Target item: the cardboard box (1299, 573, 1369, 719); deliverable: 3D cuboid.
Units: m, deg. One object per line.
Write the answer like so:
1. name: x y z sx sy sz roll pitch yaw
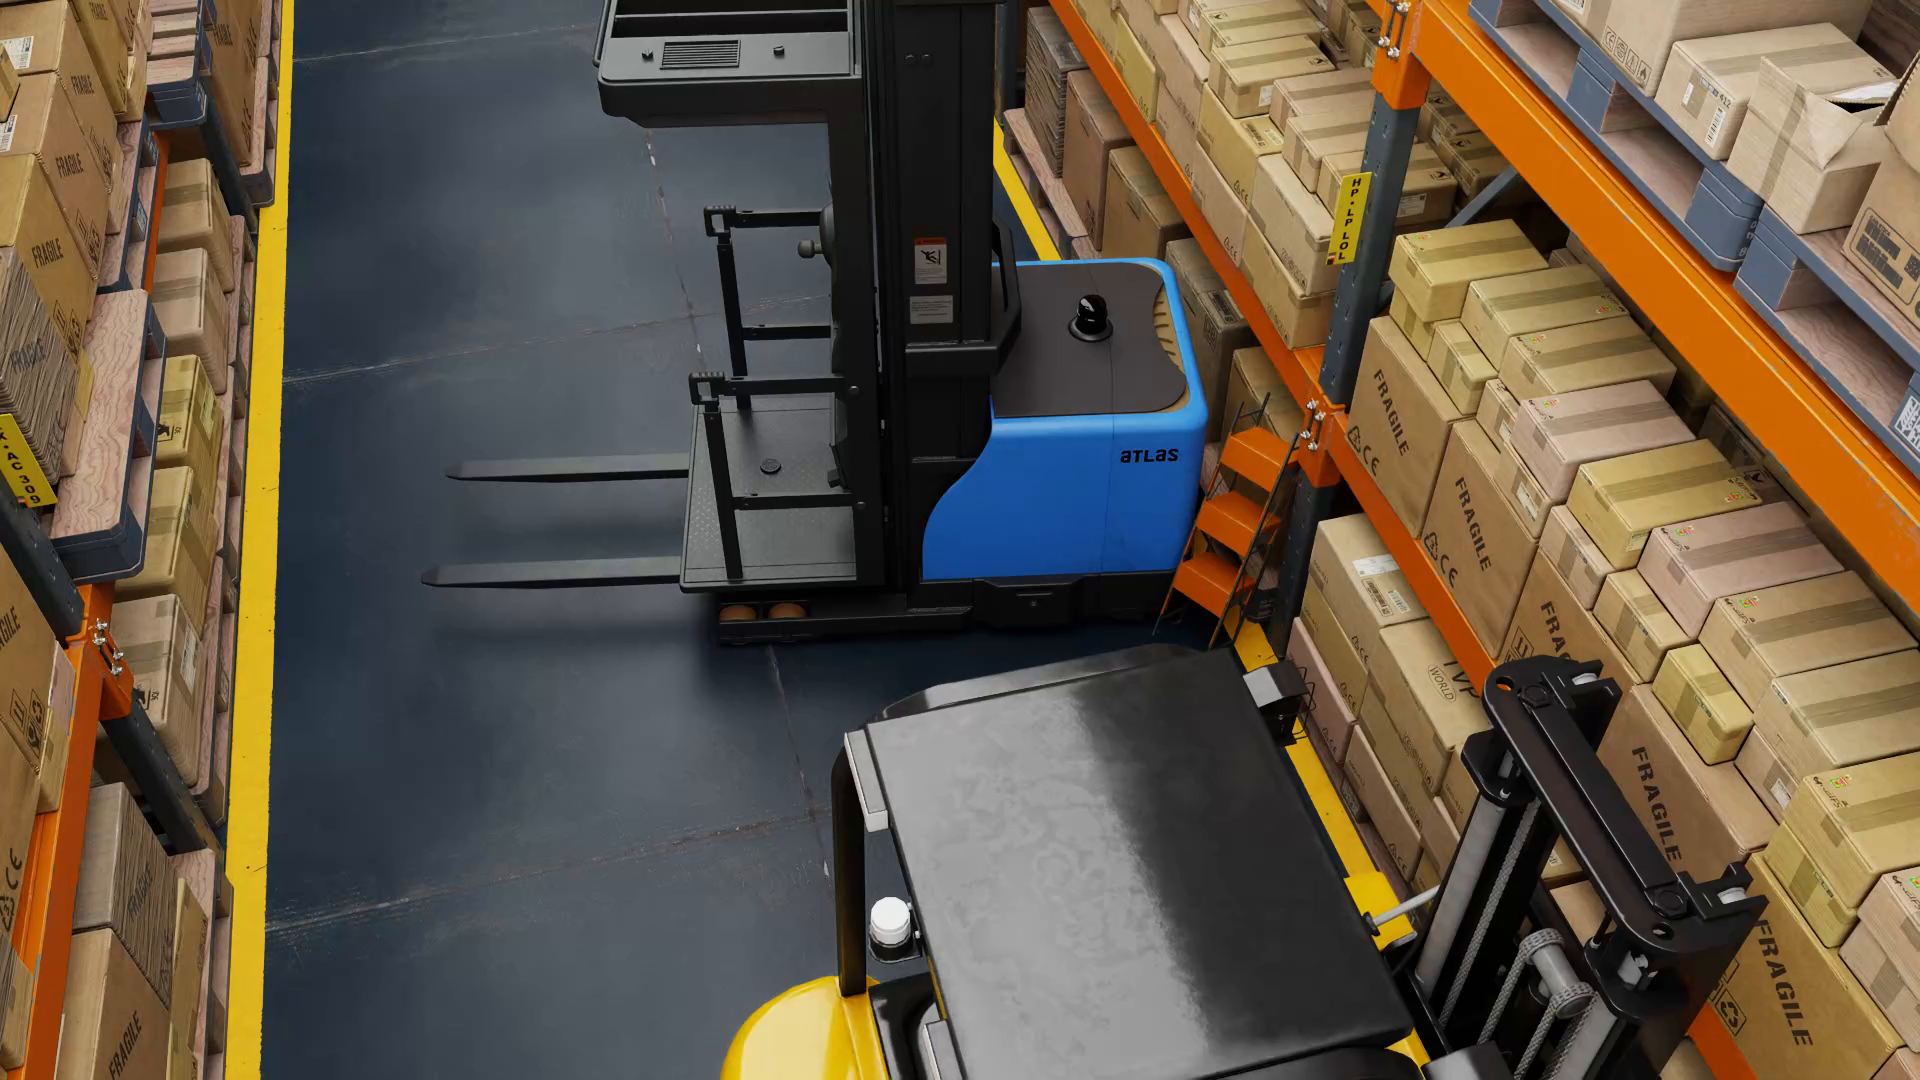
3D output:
1. cardboard box: 1.544 0.318 5.870 0.500 0.250 0.500 -11 47 -11

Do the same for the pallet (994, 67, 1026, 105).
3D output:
1. pallet: 0.540 -3.021 9.813 1.003 0.211 1.213 -11 47 -10

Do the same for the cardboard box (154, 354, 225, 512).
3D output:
1. cardboard box: -3.582 -0.367 6.806 0.950 0.372 0.625 -9 46 -9

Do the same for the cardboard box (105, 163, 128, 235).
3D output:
1. cardboard box: -3.222 -1.206 5.964 0.380 0.149 0.250 -9 46 -9

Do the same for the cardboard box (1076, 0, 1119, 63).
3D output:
1. cardboard box: 0.835 -2.368 7.327 0.500 0.250 0.500 -12 47 -12

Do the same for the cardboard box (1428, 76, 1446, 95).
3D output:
1. cardboard box: 1.755 -1.624 5.968 0.380 0.149 0.250 -11 47 -10

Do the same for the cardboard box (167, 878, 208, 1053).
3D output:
1. cardboard box: -2.668 1.372 5.187 0.500 0.250 0.500 -9 46 -9

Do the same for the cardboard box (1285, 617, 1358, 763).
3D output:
1. cardboard box: 1.522 0.497 6.044 0.500 0.250 0.500 -10 46 -10

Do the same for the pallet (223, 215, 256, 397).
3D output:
1. pallet: -3.904 -1.048 7.880 1.003 0.211 1.213 -11 47 -10

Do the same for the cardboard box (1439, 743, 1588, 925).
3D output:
1. cardboard box: 1.799 0.840 5.008 0.500 0.250 0.500 -9 46 -9

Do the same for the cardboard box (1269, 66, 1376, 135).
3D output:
1. cardboard box: 1.321 -1.523 5.869 0.380 0.149 0.250 -11 47 -10

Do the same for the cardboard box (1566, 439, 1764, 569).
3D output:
1. cardboard box: 1.801 -0.095 4.262 0.380 0.149 0.250 -11 47 -11

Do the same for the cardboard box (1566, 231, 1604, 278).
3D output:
1. cardboard box: 2.092 -0.914 5.064 0.380 0.149 0.250 -11 47 -10

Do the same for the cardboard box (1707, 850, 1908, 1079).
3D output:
1. cardboard box: 2.107 1.009 3.842 0.500 0.500 0.500 -12 47 -11

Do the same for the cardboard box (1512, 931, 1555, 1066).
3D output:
1. cardboard box: 1.921 1.364 4.845 0.500 0.250 0.500 -11 47 -10

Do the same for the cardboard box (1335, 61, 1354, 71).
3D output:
1. cardboard box: 1.718 -1.581 6.205 0.500 0.250 0.500 -11 47 -11

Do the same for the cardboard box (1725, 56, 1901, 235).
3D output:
1. cardboard box: 1.805 -0.817 3.331 0.396 0.266 0.258 -12 47 -11

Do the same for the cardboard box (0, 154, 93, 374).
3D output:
1. cardboard box: -3.050 -0.811 5.123 0.500 0.500 0.500 -11 47 -10

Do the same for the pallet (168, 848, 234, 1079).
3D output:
1. pallet: -2.873 1.631 5.255 1.003 0.211 1.213 -11 47 -10

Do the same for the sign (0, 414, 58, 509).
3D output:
1. sign: -2.556 -0.210 4.500 0.100 0.325 0.005 -11 47 -10

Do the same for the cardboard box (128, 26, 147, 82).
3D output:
1. cardboard box: -3.488 -1.927 6.671 0.380 0.149 0.250 -13 47 -12

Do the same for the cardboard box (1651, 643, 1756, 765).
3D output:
1. cardboard box: 1.922 0.365 4.019 0.380 0.149 0.250 -12 47 -11

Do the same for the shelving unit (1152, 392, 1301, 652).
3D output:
1. shelving unit: 1.039 -0.025 6.278 0.252 1.050 0.215 35 35 29

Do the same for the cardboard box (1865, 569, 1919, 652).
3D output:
1. cardboard box: 2.424 0.157 4.014 0.380 0.149 0.250 -9 46 -9

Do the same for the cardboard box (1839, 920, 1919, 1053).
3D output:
1. cardboard box: 2.115 0.888 3.506 0.380 0.149 0.250 -12 47 -12

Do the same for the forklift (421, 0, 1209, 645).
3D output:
1. forklift: -0.624 -1.001 5.930 3.031 2.935 1.130 -2 46 -2

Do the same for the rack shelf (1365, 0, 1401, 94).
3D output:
1. rack shelf: 1.207 -2.892 6.138 1.077 0.370 4.000 -11 47 -10

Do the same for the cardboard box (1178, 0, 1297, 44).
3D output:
1. cardboard box: 1.061 -2.047 6.382 0.380 0.149 0.250 -10 46 -10

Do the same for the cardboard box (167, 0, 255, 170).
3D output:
1. cardboard box: -4.199 -2.460 8.505 0.875 0.875 0.875 -11 47 -11

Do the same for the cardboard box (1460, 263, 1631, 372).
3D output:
1. cardboard box: 1.685 -0.644 4.799 0.380 0.149 0.250 -10 46 -10

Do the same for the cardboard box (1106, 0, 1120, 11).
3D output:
1. cardboard box: 0.816 -2.535 7.140 0.500 0.250 0.500 -12 47 -11

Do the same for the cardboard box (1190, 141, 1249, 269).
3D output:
1. cardboard box: 1.203 -1.306 6.286 0.500 0.250 0.500 -11 47 -11

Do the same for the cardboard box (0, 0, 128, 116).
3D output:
1. cardboard box: -3.444 -1.884 6.175 0.500 0.500 0.500 -14 47 -13

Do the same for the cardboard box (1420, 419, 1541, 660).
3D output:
1. cardboard box: 1.729 -0.037 4.867 0.500 0.500 0.500 -10 46 -10

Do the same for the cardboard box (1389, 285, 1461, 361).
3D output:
1. cardboard box: 1.546 -0.707 5.069 0.380 0.149 0.250 -11 47 -11

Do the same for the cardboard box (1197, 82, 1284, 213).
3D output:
1. cardboard box: 1.207 -1.481 6.107 0.500 0.250 0.500 -12 47 -11

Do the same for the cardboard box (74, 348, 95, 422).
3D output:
1. cardboard box: -2.970 -0.475 5.248 0.380 0.149 0.250 -10 46 -9

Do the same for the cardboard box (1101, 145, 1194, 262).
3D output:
1. cardboard box: 1.188 -1.443 7.683 0.875 0.625 0.625 -12 47 -12

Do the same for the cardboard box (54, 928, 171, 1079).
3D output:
1. cardboard box: -2.536 1.461 4.575 0.500 0.500 0.500 -10 46 -10

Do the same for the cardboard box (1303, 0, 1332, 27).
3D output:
1. cardboard box: 1.561 -2.147 6.480 0.380 0.149 0.250 -11 47 -11

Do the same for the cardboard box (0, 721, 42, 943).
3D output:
1. cardboard box: -2.586 0.674 3.962 0.500 0.500 0.500 -9 46 -9

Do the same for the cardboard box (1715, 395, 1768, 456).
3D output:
1. cardboard box: 2.322 -0.391 4.552 0.380 0.149 0.250 -12 47 -11

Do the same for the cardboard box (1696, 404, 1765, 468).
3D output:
1. cardboard box: 2.310 -0.277 4.648 0.380 0.149 0.250 -10 47 -10

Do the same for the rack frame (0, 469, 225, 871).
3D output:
1. rack frame: -3.079 0.197 4.707 1.000 3.000 0.127 -11 47 -10

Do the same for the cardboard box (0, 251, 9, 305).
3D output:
1. cardboard box: -2.857 -0.705 4.565 0.380 0.149 0.250 -11 47 -10

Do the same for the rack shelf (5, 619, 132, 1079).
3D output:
1. rack shelf: -2.567 1.830 3.611 1.077 0.370 4.000 -11 47 -10

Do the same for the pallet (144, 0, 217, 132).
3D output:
1. pallet: -3.817 -2.025 7.019 1.213 0.211 1.003 -11 47 -10

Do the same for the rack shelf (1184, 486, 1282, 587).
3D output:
1. rack shelf: 1.036 -0.016 6.283 0.240 0.259 0.215 35 35 29

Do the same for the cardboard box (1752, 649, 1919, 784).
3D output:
1. cardboard box: 2.049 0.416 3.760 0.380 0.149 0.250 -10 46 -10

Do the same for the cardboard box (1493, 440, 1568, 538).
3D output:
1. cardboard box: 1.699 -0.169 4.542 0.380 0.149 0.250 -10 46 -9

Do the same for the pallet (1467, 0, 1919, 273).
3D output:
1. pallet: 1.962 -1.148 3.987 1.003 0.211 1.213 -11 47 -10

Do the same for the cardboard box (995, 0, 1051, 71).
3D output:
1. cardboard box: 0.379 -2.999 9.296 0.500 0.500 0.500 -9 46 -9

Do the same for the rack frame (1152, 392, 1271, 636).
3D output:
1. rack frame: 0.952 -0.086 6.337 0.008 1.050 0.200 35 35 29

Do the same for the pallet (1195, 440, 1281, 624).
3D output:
1. pallet: 1.492 -0.238 7.086 1.003 0.211 1.213 -11 47 -10

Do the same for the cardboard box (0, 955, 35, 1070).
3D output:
1. cardboard box: -2.439 1.152 3.947 0.380 0.149 0.250 -11 47 -11
